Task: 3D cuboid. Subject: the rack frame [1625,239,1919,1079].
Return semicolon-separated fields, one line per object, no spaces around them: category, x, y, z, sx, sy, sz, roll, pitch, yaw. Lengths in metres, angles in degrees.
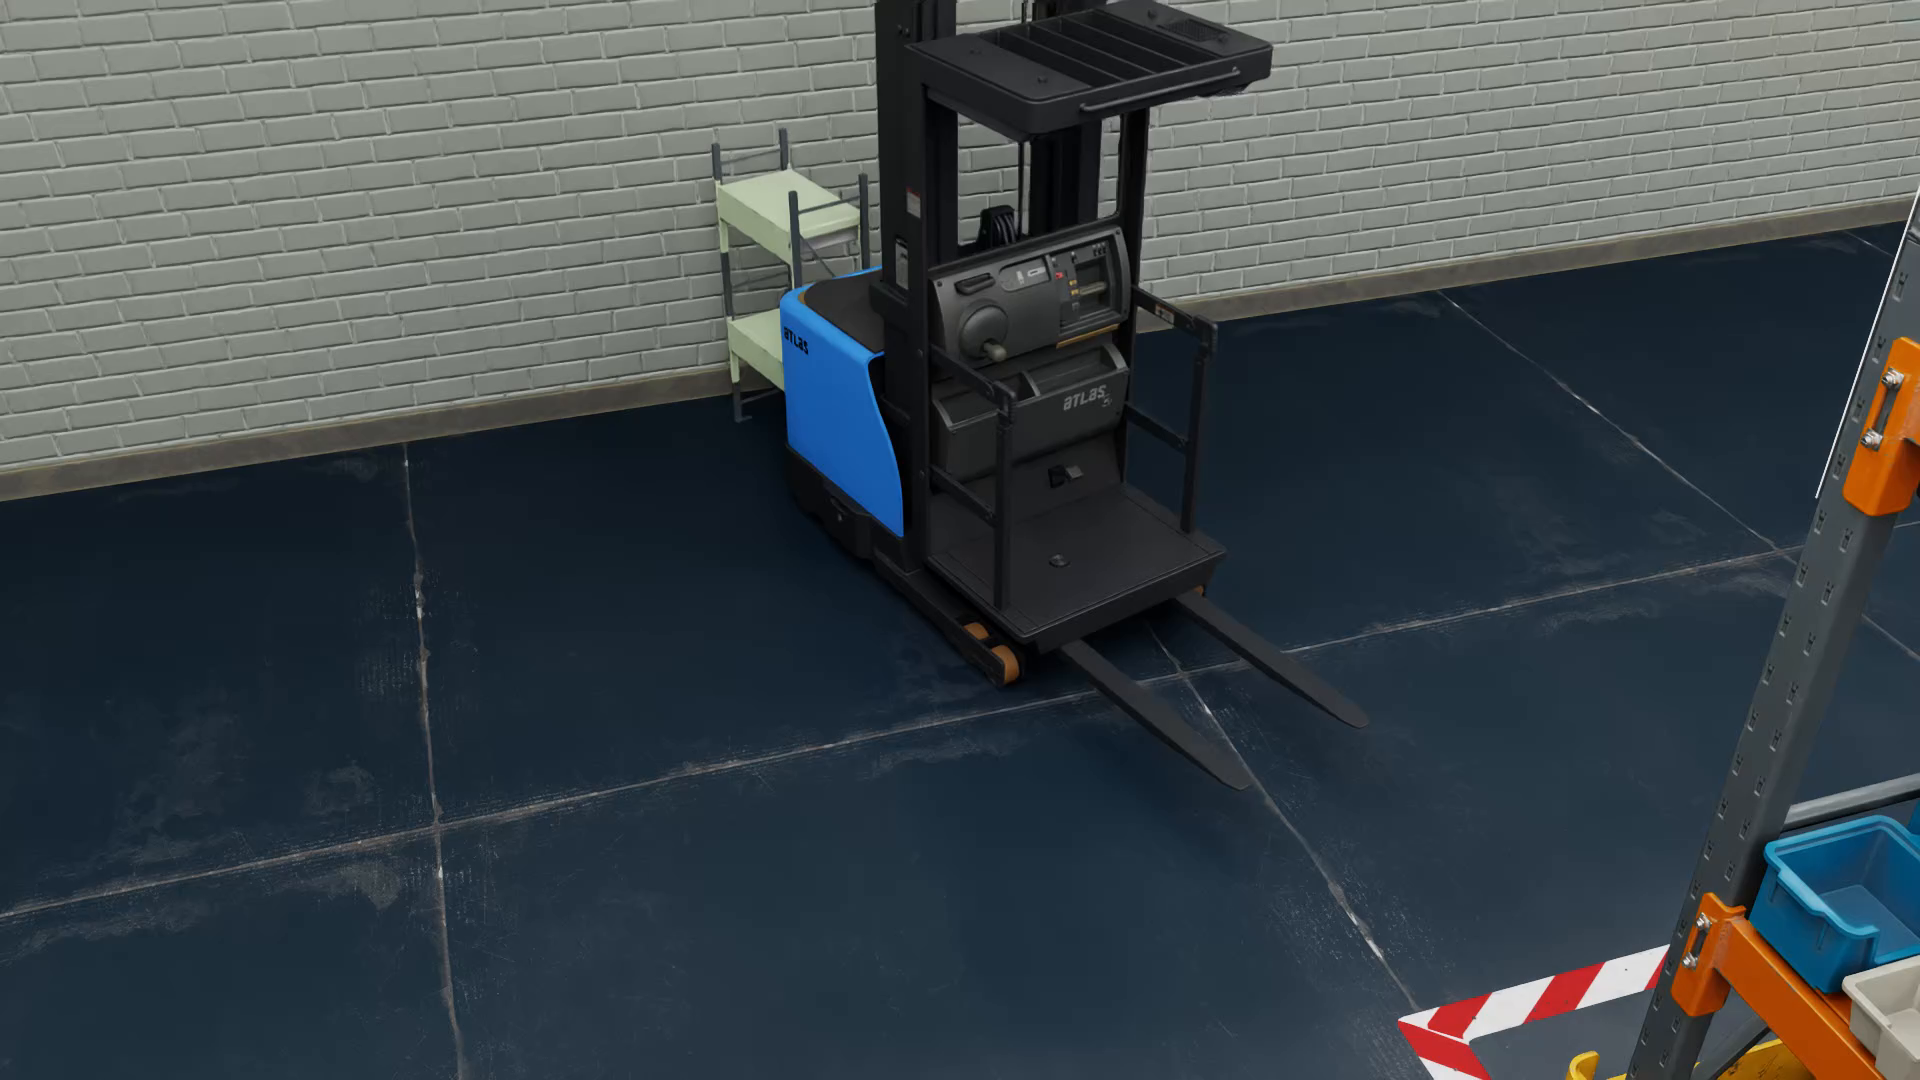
rack frame;2.305;0.622;4.088;1.000;3.000;0.127;-10;35;-15

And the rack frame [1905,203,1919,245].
rack frame;2.305;-1.881;2.434;1.000;3.000;0.127;-10;35;-15

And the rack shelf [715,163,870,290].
rack shelf;-0.798;-1.466;7.900;0.431;0.370;0.720;-21;39;-28

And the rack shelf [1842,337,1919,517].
rack shelf;2.915;0.720;1.871;1.077;0.370;4.000;-10;35;-15

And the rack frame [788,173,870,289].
rack frame;-0.590;-0.974;7.864;0.400;1.500;0.023;-21;39;-28

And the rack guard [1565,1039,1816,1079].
rack guard;2.285;1.654;4.793;1.175;0.500;0.348;-10;35;-15

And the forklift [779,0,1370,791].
forklift;0.420;-0.926;6.493;1.130;2.935;3.031;-21;39;-28

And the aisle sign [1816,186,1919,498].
aisle sign;2.000;-0.451;3.353;0.394;0.787;0.004;-10;35;-15

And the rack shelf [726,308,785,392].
rack shelf;-0.798;-0.868;8.294;0.431;0.370;0.720;-21;39;-28

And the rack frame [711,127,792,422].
rack frame;-1.007;-1.306;8.366;0.400;1.500;0.023;-21;39;-28

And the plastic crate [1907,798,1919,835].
plastic crate;2.585;0.726;3.843;0.616;0.435;0.499;-10;35;-15

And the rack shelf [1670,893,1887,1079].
rack shelf;2.915;1.972;2.698;1.077;0.370;4.000;-10;35;-15

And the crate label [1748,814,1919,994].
crate label;2.067;0.852;3.838;0.416;0.233;0.303;-10;35;-15

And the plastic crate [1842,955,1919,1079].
plastic crate;2.086;1.074;3.589;0.250;0.136;0.298;-10;35;-15

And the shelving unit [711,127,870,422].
shelving unit;-0.798;-1.140;8.115;0.431;1.500;0.755;-21;39;-28
